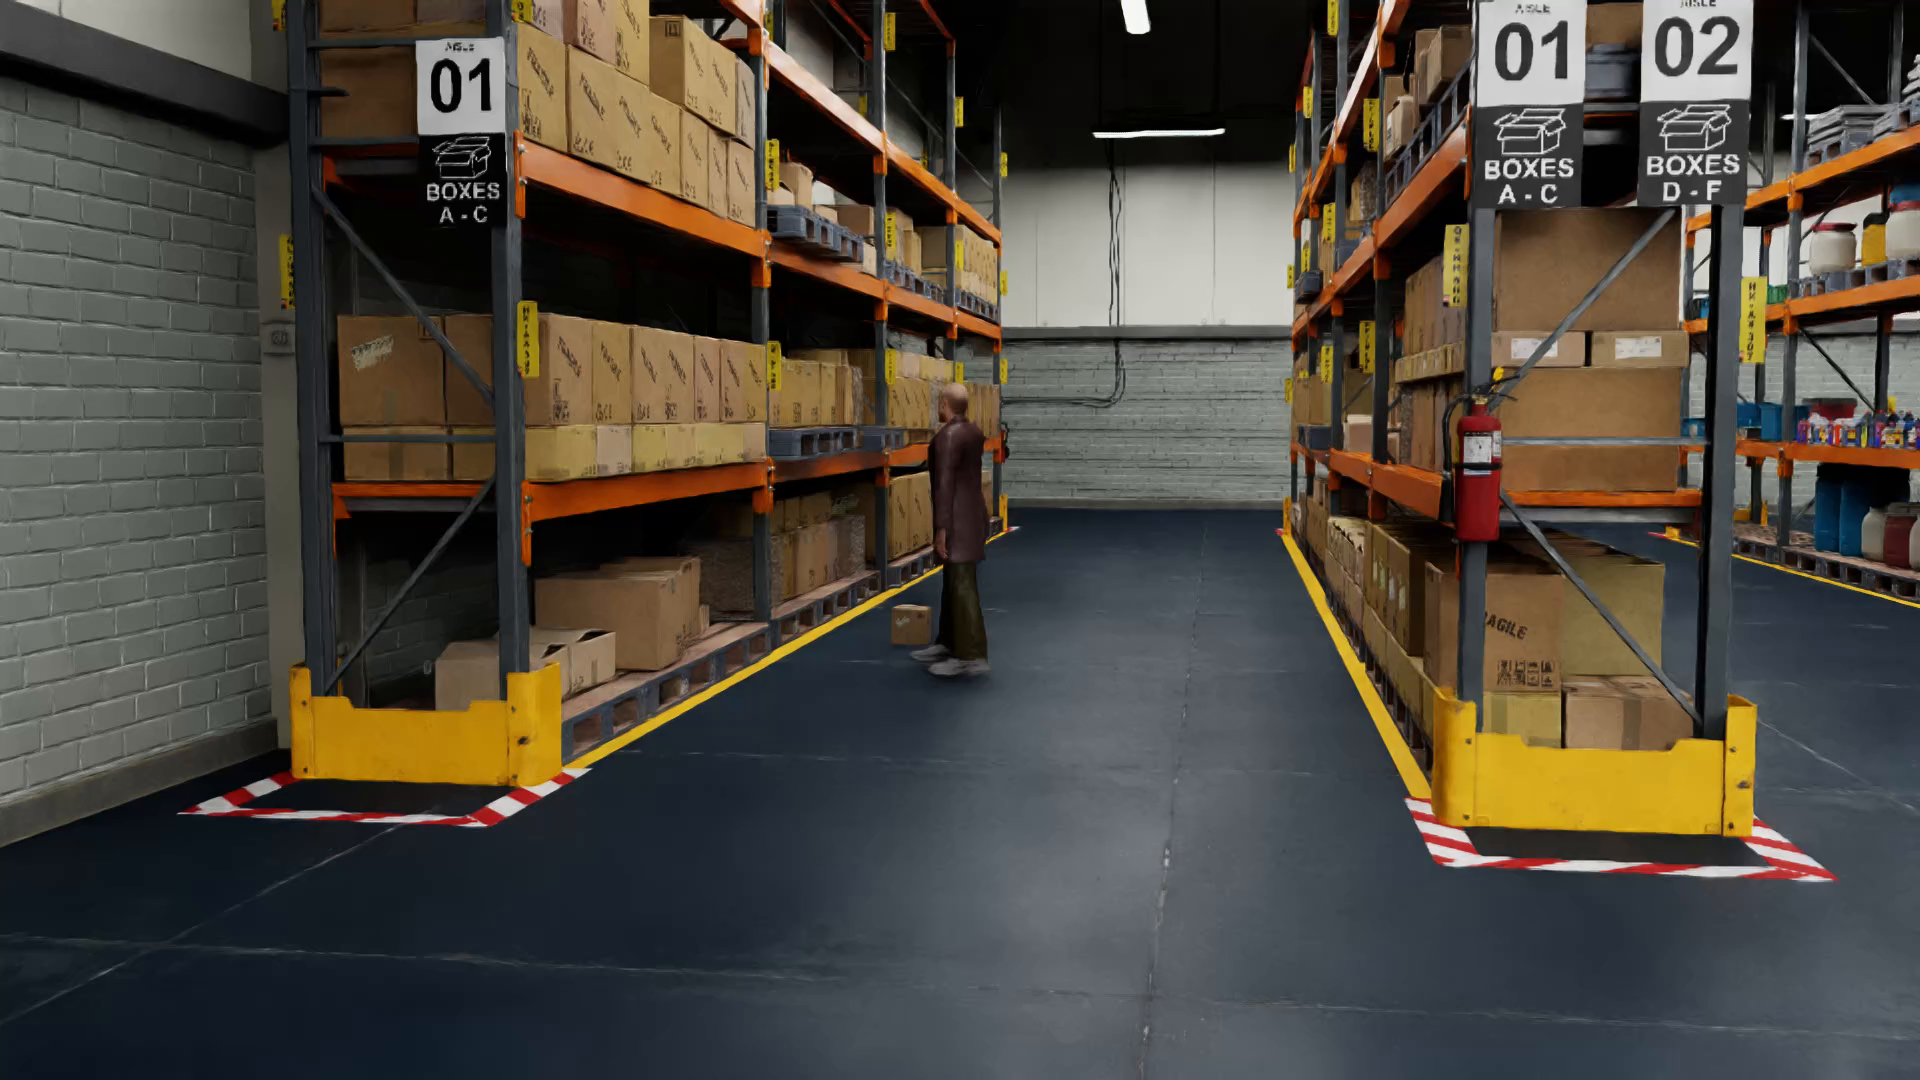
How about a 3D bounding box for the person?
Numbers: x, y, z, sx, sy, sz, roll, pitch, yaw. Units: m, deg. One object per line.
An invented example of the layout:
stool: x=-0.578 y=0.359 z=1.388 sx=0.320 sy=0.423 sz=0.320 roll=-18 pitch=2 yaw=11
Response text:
person: x=-0.050 y=-0.079 z=10.313 sx=0.566 sy=1.788 sz=0.663 roll=2 pitch=5 yaw=19
